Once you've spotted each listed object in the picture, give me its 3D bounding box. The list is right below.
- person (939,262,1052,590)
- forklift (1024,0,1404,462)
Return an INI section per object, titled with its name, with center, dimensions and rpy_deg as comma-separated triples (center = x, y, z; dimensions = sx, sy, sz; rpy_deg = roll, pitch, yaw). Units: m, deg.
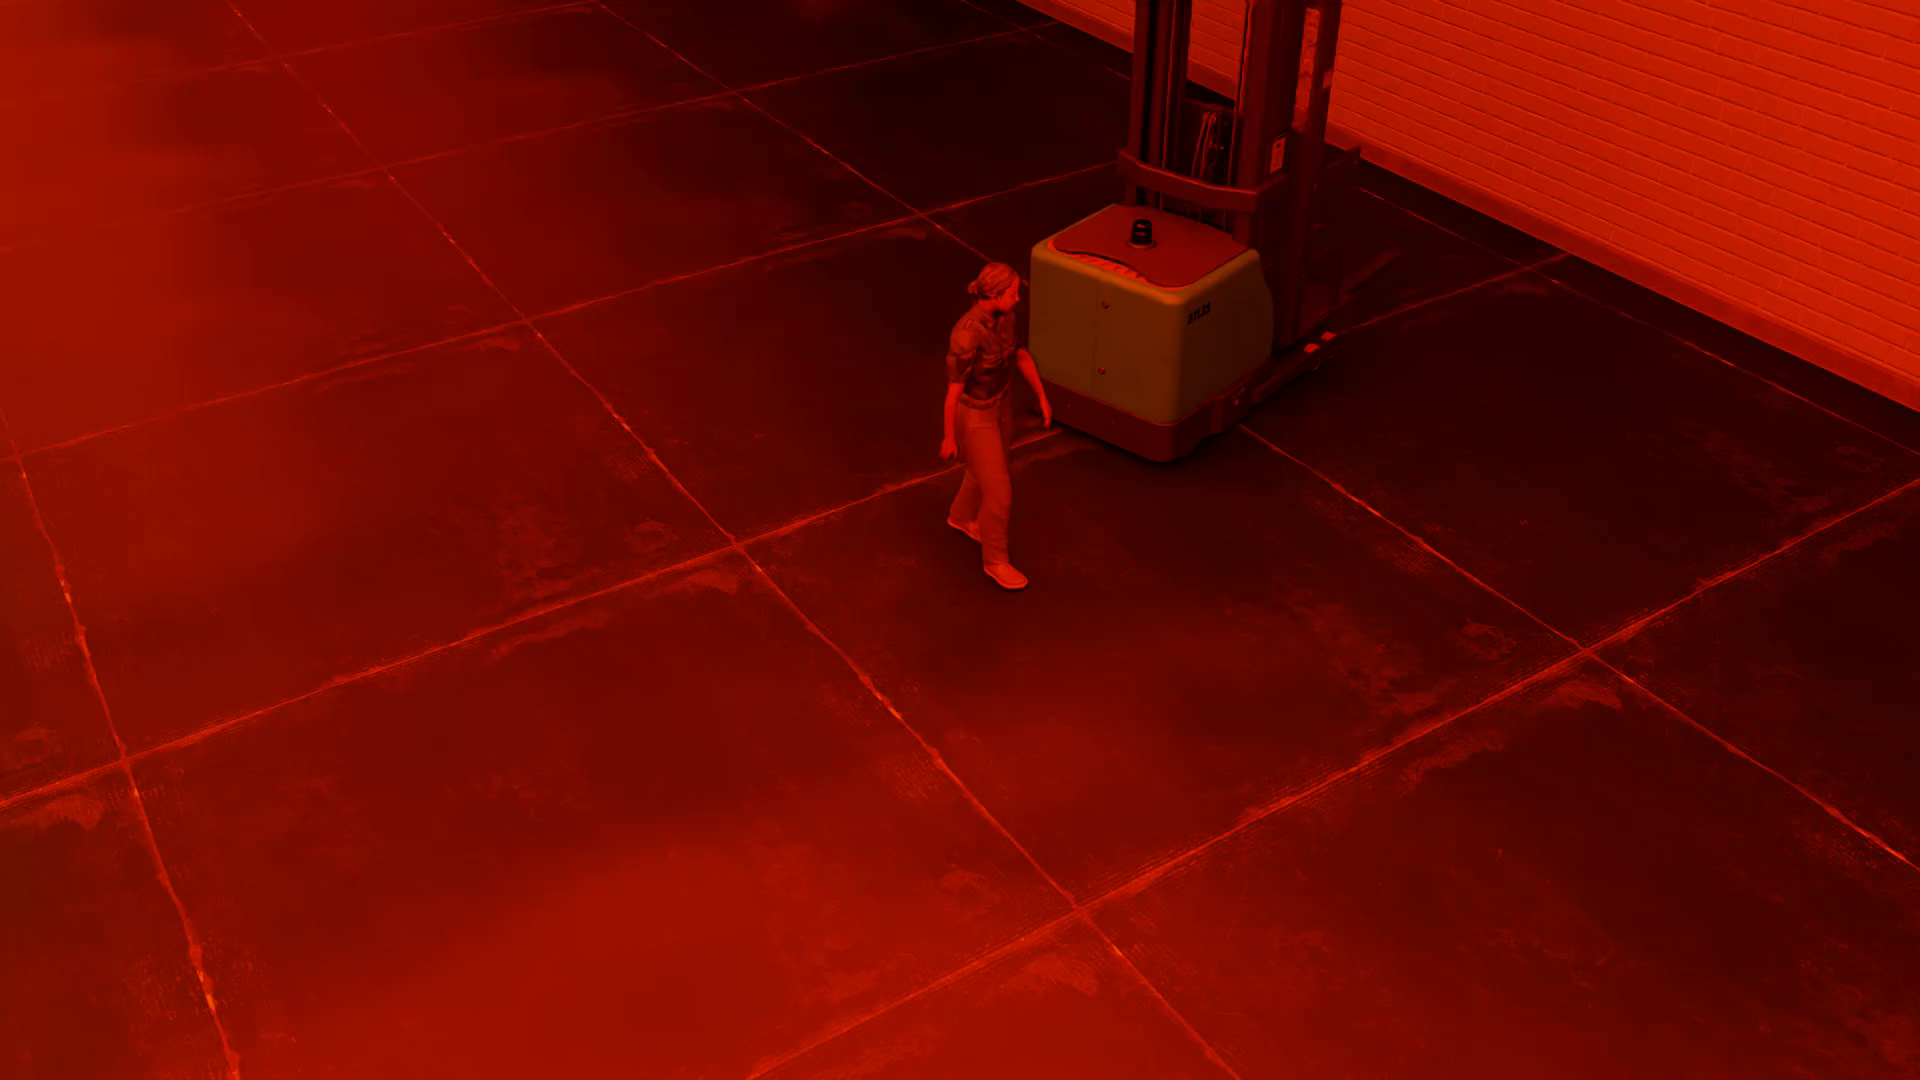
[person]
center = 0.159, -0.598, 8.144
dimensions = 0.650, 1.622, 0.569
rpy_deg = 18, 39, 24
[forklift]
center = 1.712, -2.402, 9.566
dimensions = 1.130, 2.935, 3.031
rpy_deg = 26, 43, 32
